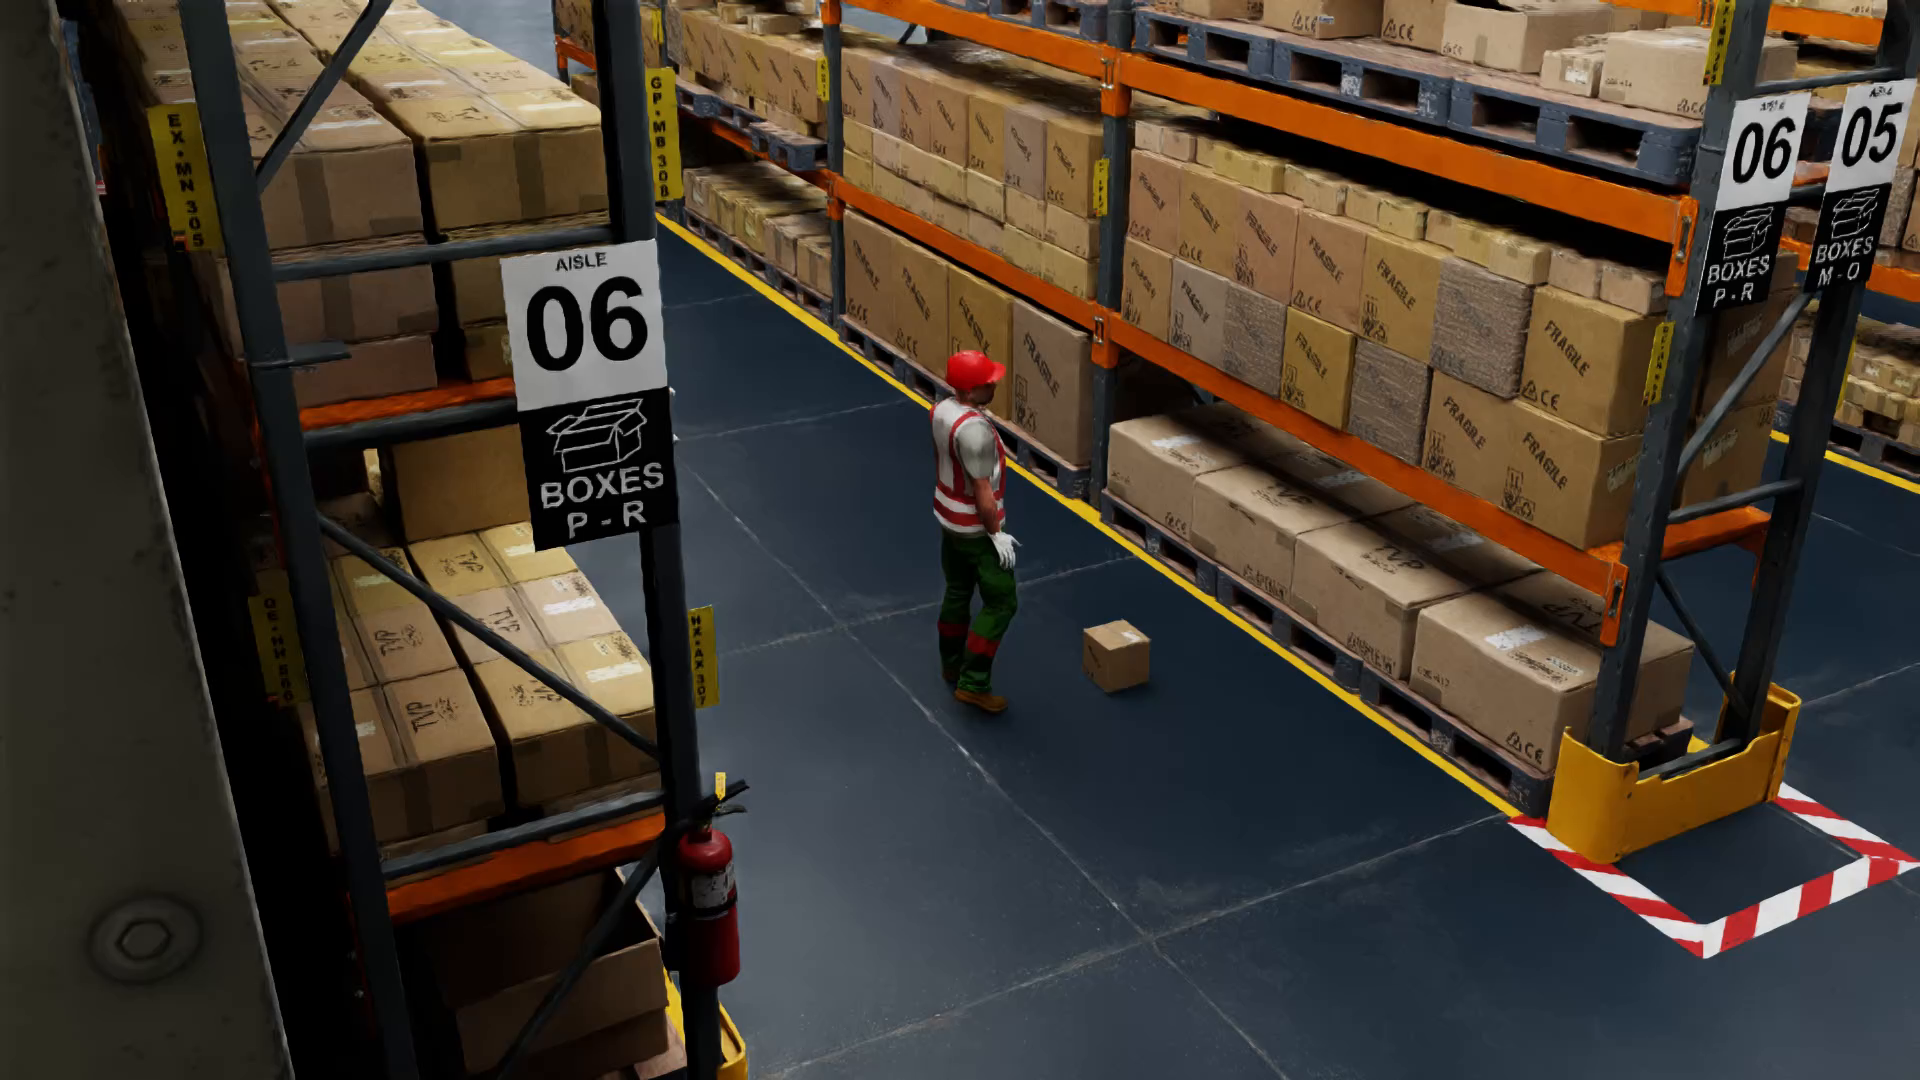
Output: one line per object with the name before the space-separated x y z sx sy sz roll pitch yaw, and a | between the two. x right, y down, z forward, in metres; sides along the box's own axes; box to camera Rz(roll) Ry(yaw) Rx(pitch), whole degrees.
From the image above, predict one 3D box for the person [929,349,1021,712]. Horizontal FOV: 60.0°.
person | 0.030 -0.076 8.090 0.348 1.806 0.667 -10 27 -21
